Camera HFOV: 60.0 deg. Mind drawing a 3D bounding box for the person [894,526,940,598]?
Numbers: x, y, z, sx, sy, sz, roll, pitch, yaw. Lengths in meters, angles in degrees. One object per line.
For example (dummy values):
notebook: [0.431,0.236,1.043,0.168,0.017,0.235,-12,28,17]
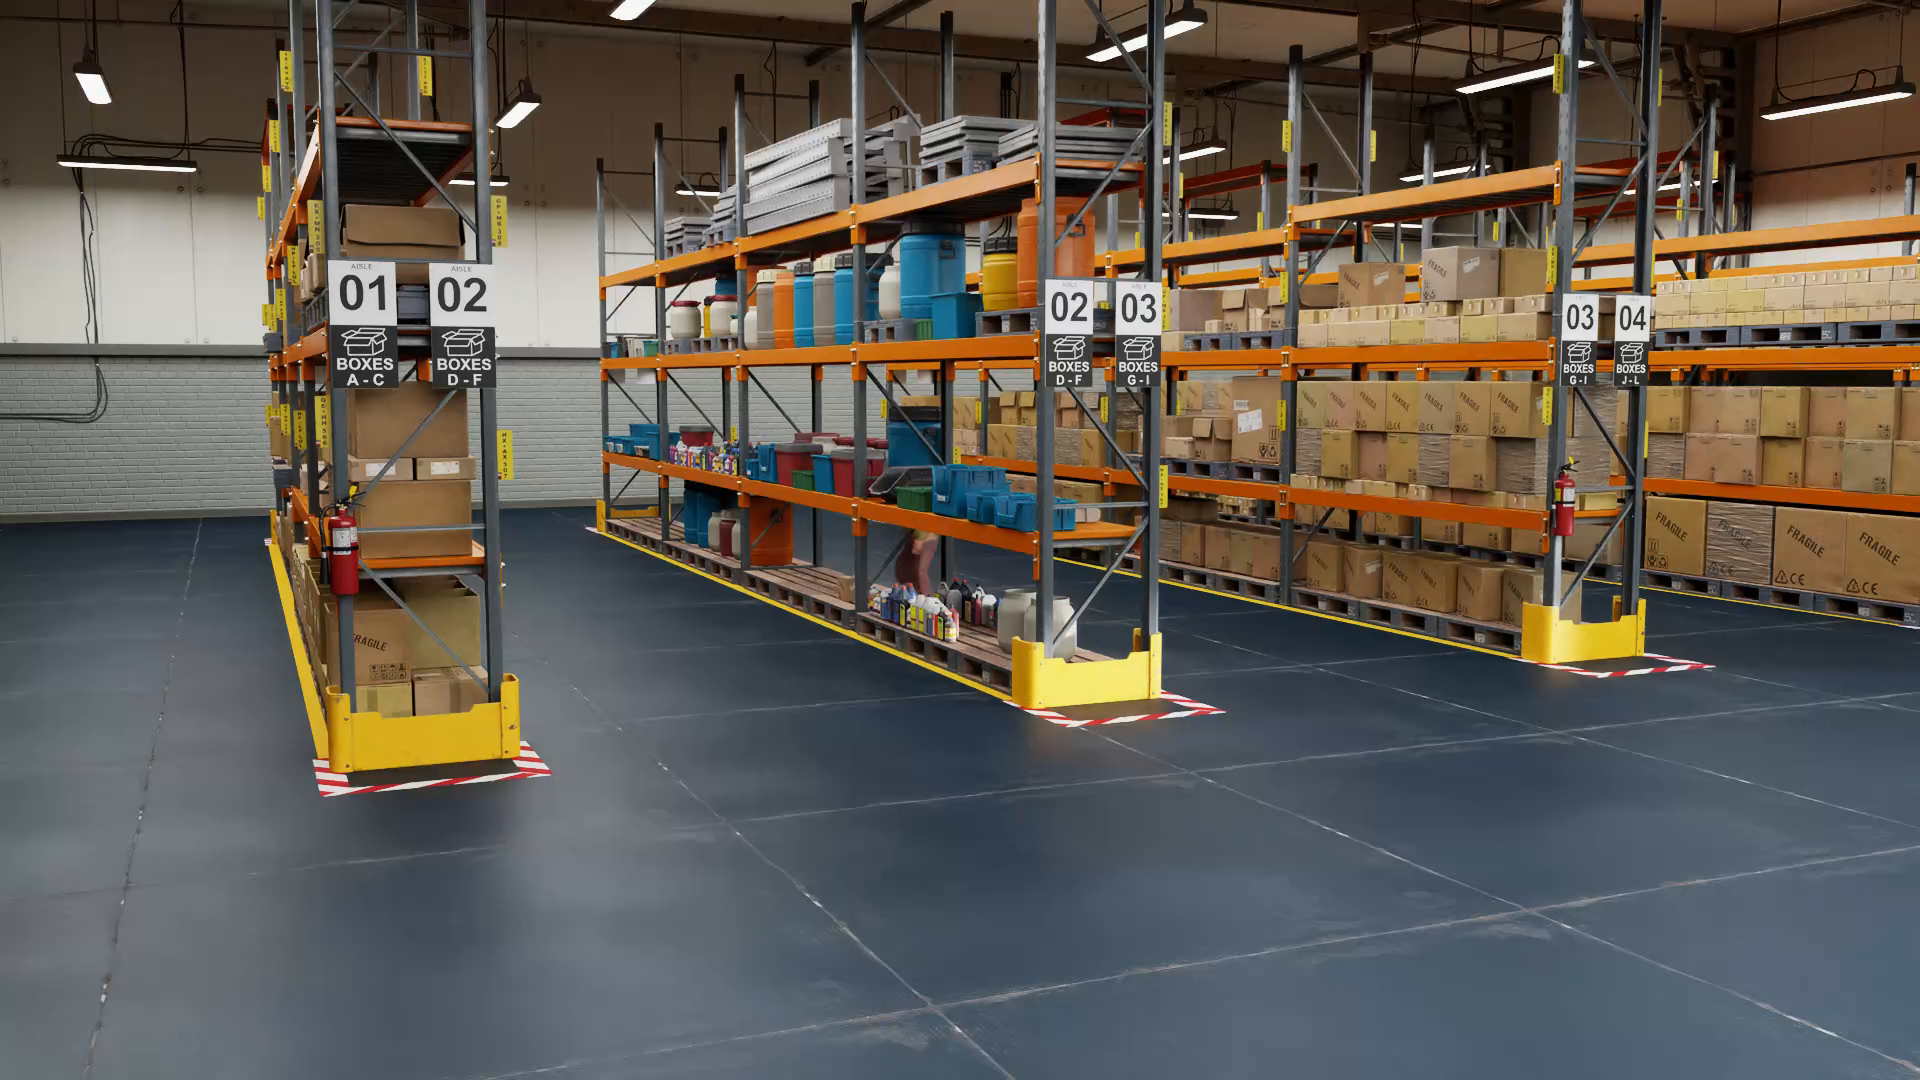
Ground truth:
person: [-0.445,0.011,17.531,0.490,1.555,0.490,-4,7,-38]
